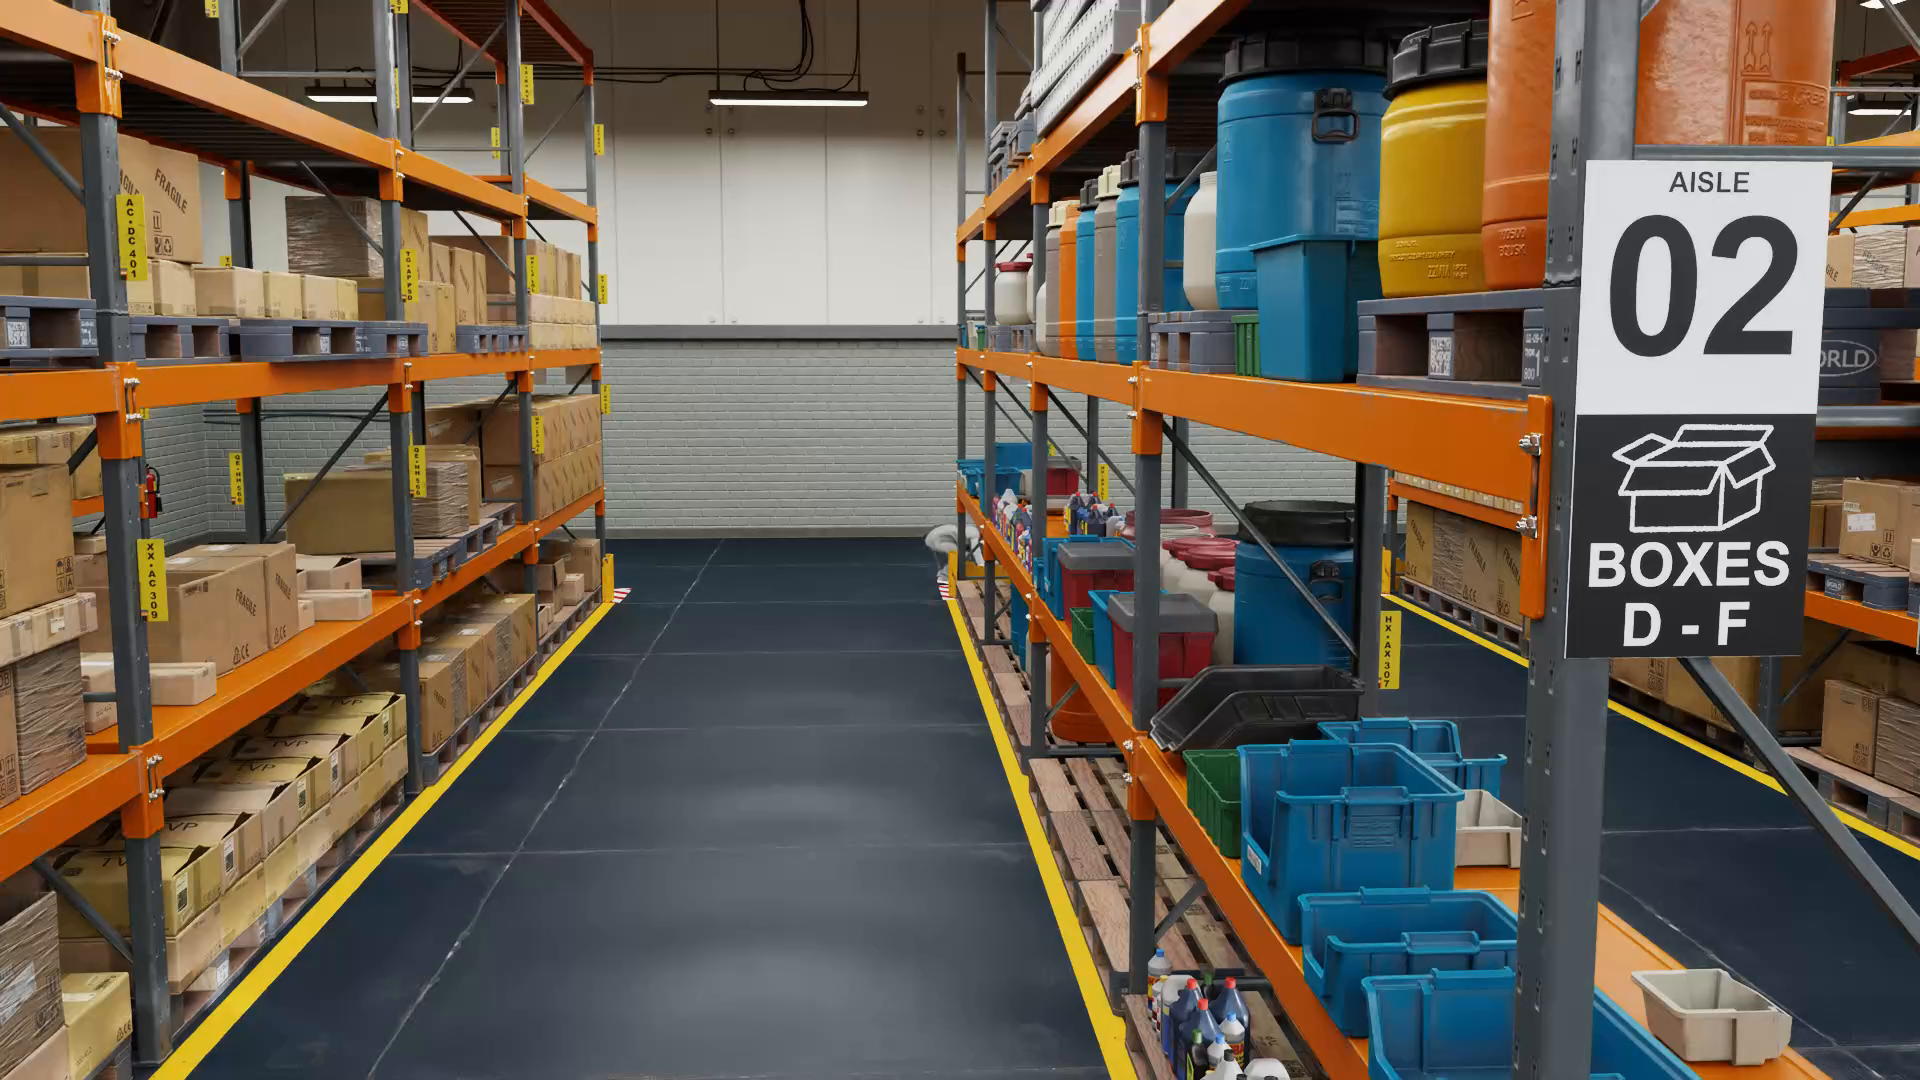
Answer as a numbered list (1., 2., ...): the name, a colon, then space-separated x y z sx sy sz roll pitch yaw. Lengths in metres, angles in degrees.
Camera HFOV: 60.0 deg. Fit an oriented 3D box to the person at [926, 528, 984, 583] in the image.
1. person: 0.020 0.189 19.881 0.858 0.694 0.414 0 7 1
